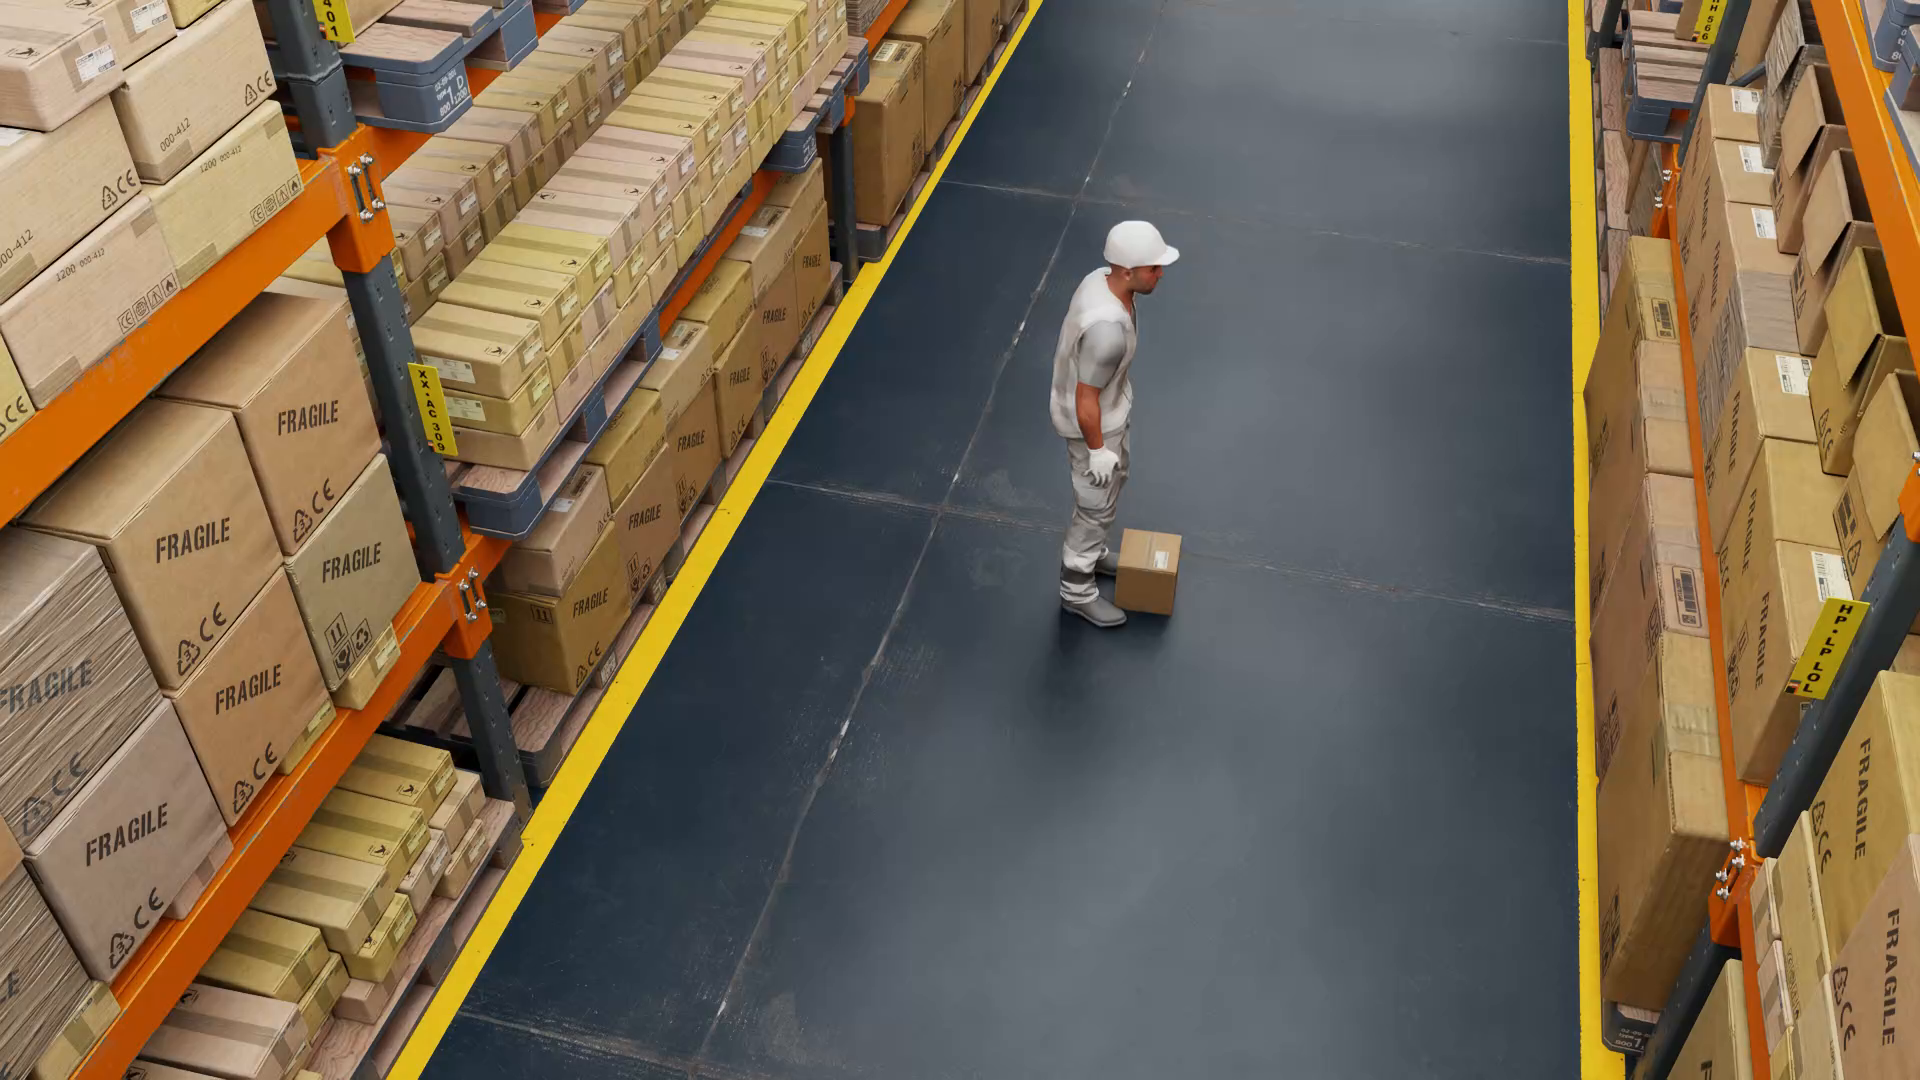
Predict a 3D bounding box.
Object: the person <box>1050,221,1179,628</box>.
[{"bbox_3d":[0.590,-0.485,6.712,0.451,1.778,0.611,8,41,9],"label":"person"}]
